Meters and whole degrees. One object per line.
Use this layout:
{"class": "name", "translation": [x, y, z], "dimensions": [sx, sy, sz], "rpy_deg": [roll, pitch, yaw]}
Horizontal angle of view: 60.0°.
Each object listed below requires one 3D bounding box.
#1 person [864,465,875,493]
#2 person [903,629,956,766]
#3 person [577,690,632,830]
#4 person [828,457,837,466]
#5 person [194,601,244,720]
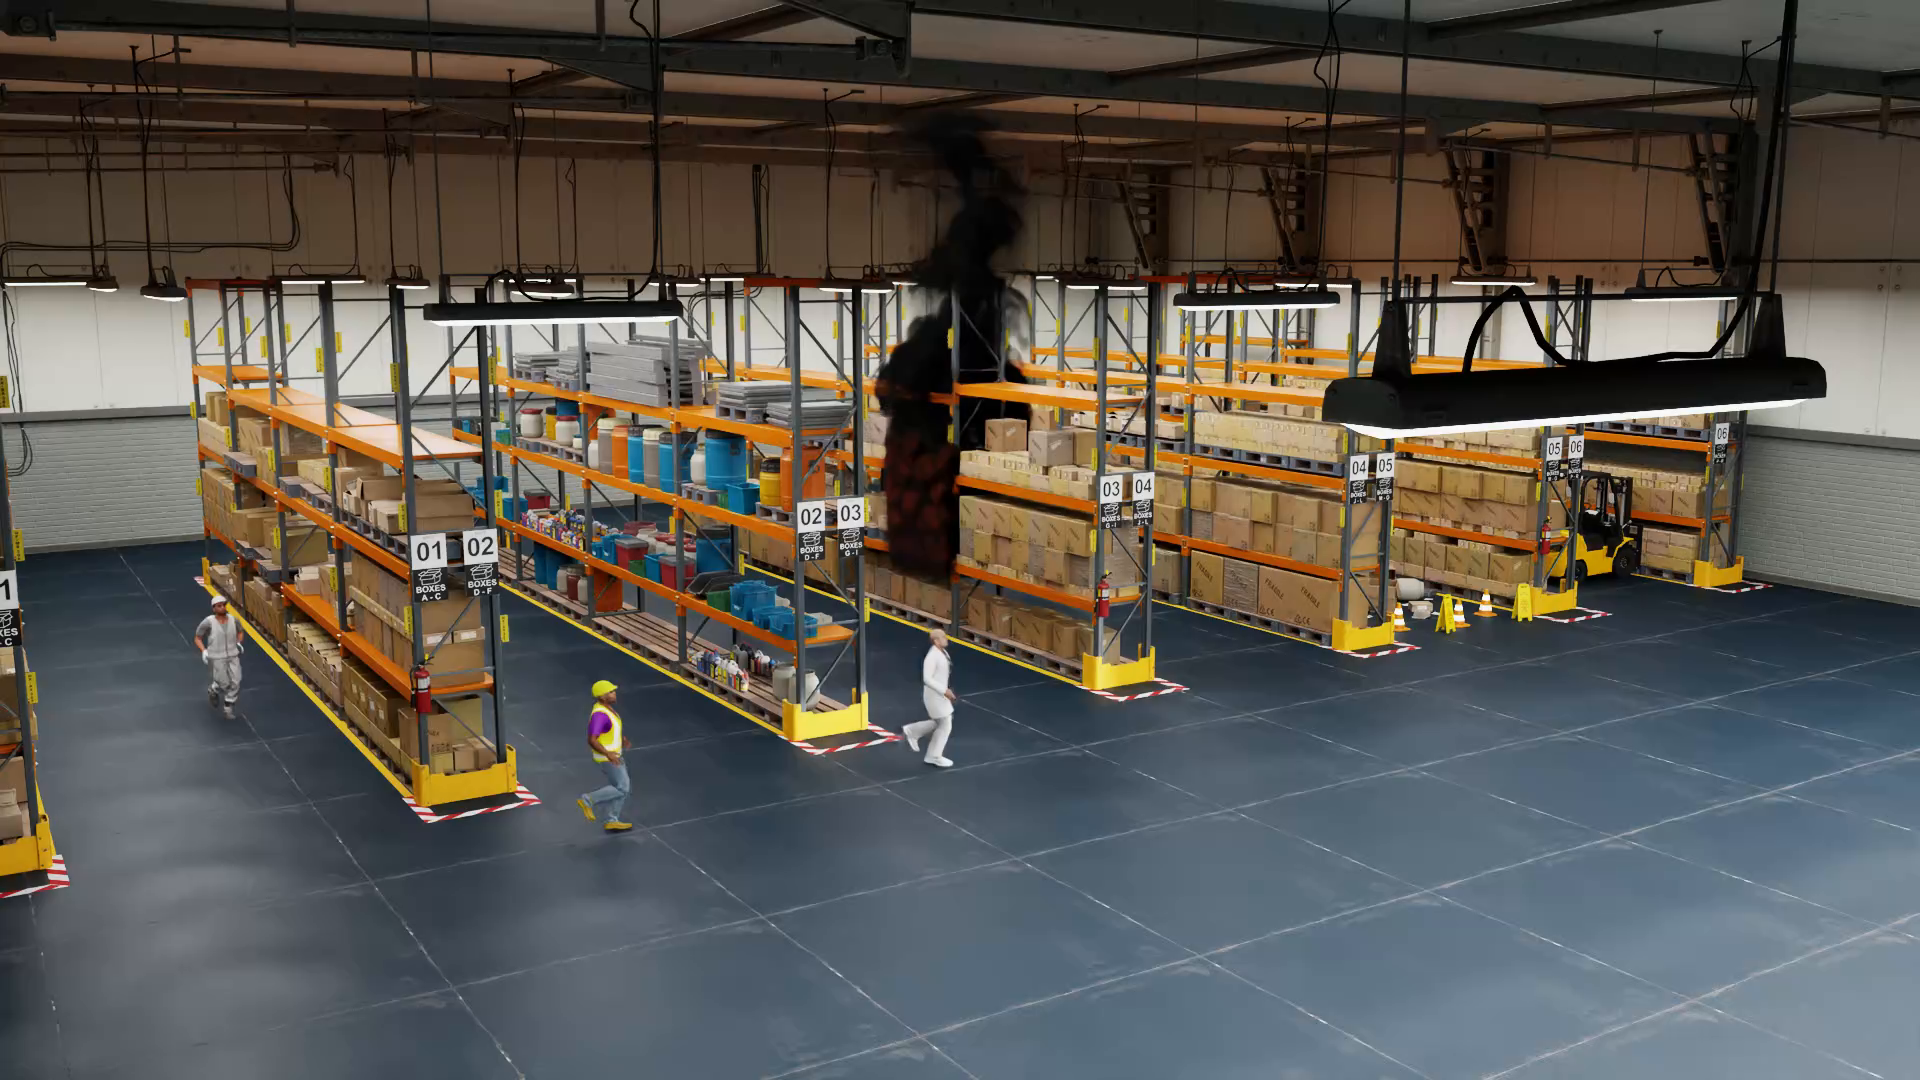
{"class": "person", "translation": [-2.359, -1.530, 42.114], "dimensions": [0.809, 1.626, 0.677], "rpy_deg": [1, 10, 5]}
{"class": "person", "translation": [-0.378, 2.019, 21.080], "dimensions": [0.712, 1.676, 0.729], "rpy_deg": [1, 10, 8]}
{"class": "person", "translation": [-3.979, 2.424, 18.570], "dimensions": [0.592, 1.686, 0.713], "rpy_deg": [-1, 10, -7]}
{"class": "person", "translation": [-3.171, -1.328, 40.916], "dimensions": [0.821, 1.696, 0.579], "rpy_deg": [-9, 13, -44]}
{"class": "person", "translation": [-10.257, 1.651, 23.152], "dimensions": [0.657, 1.696, 0.605], "rpy_deg": [-9, 13, -44]}
